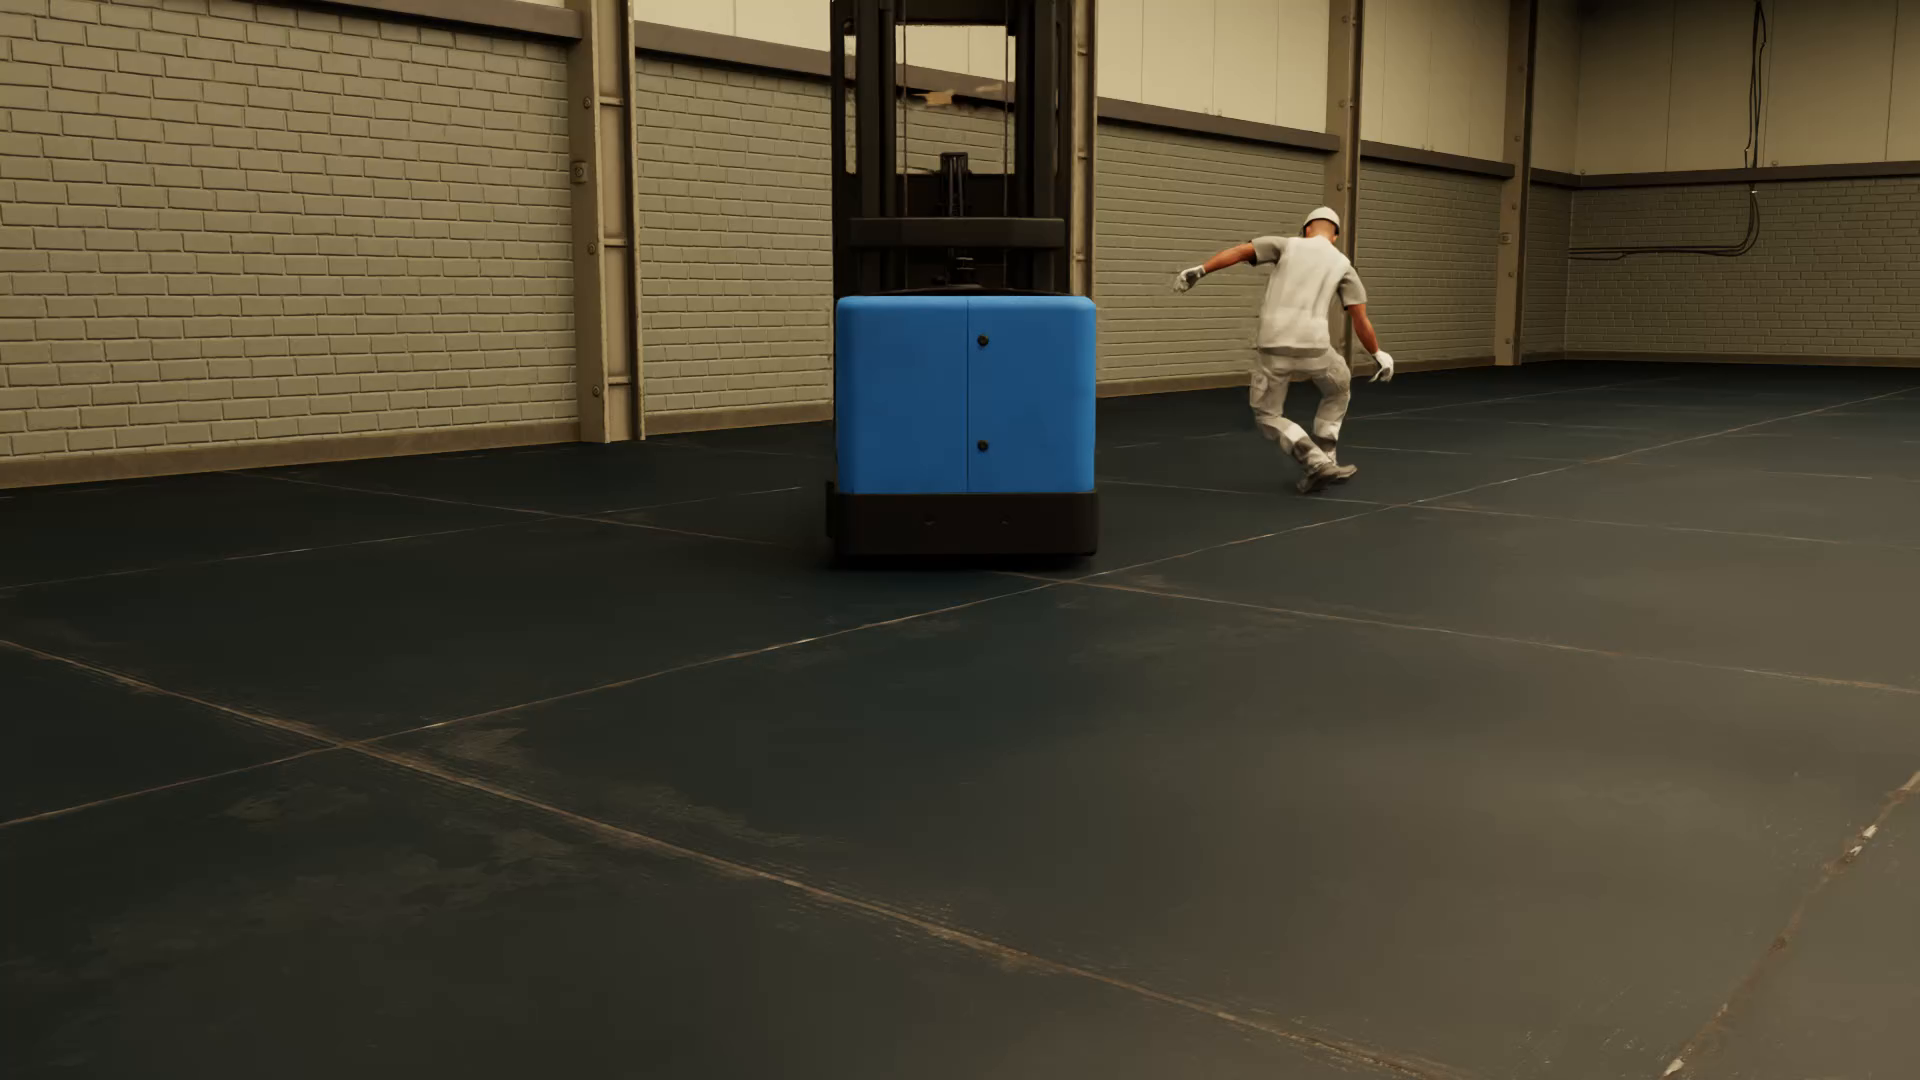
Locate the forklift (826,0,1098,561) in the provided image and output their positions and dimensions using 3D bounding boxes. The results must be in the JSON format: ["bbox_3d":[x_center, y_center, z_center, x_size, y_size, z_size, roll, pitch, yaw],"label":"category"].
[{"bbox_3d":[-0.053,-1.542,7.820,1.130,2.935,3.031,0,8,-3],"label":"forklift"}]

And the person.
[{"bbox_3d":[1.813,-1.072,9.332,1.224,1.582,0.691,1,8,8],"label":"person"}]
